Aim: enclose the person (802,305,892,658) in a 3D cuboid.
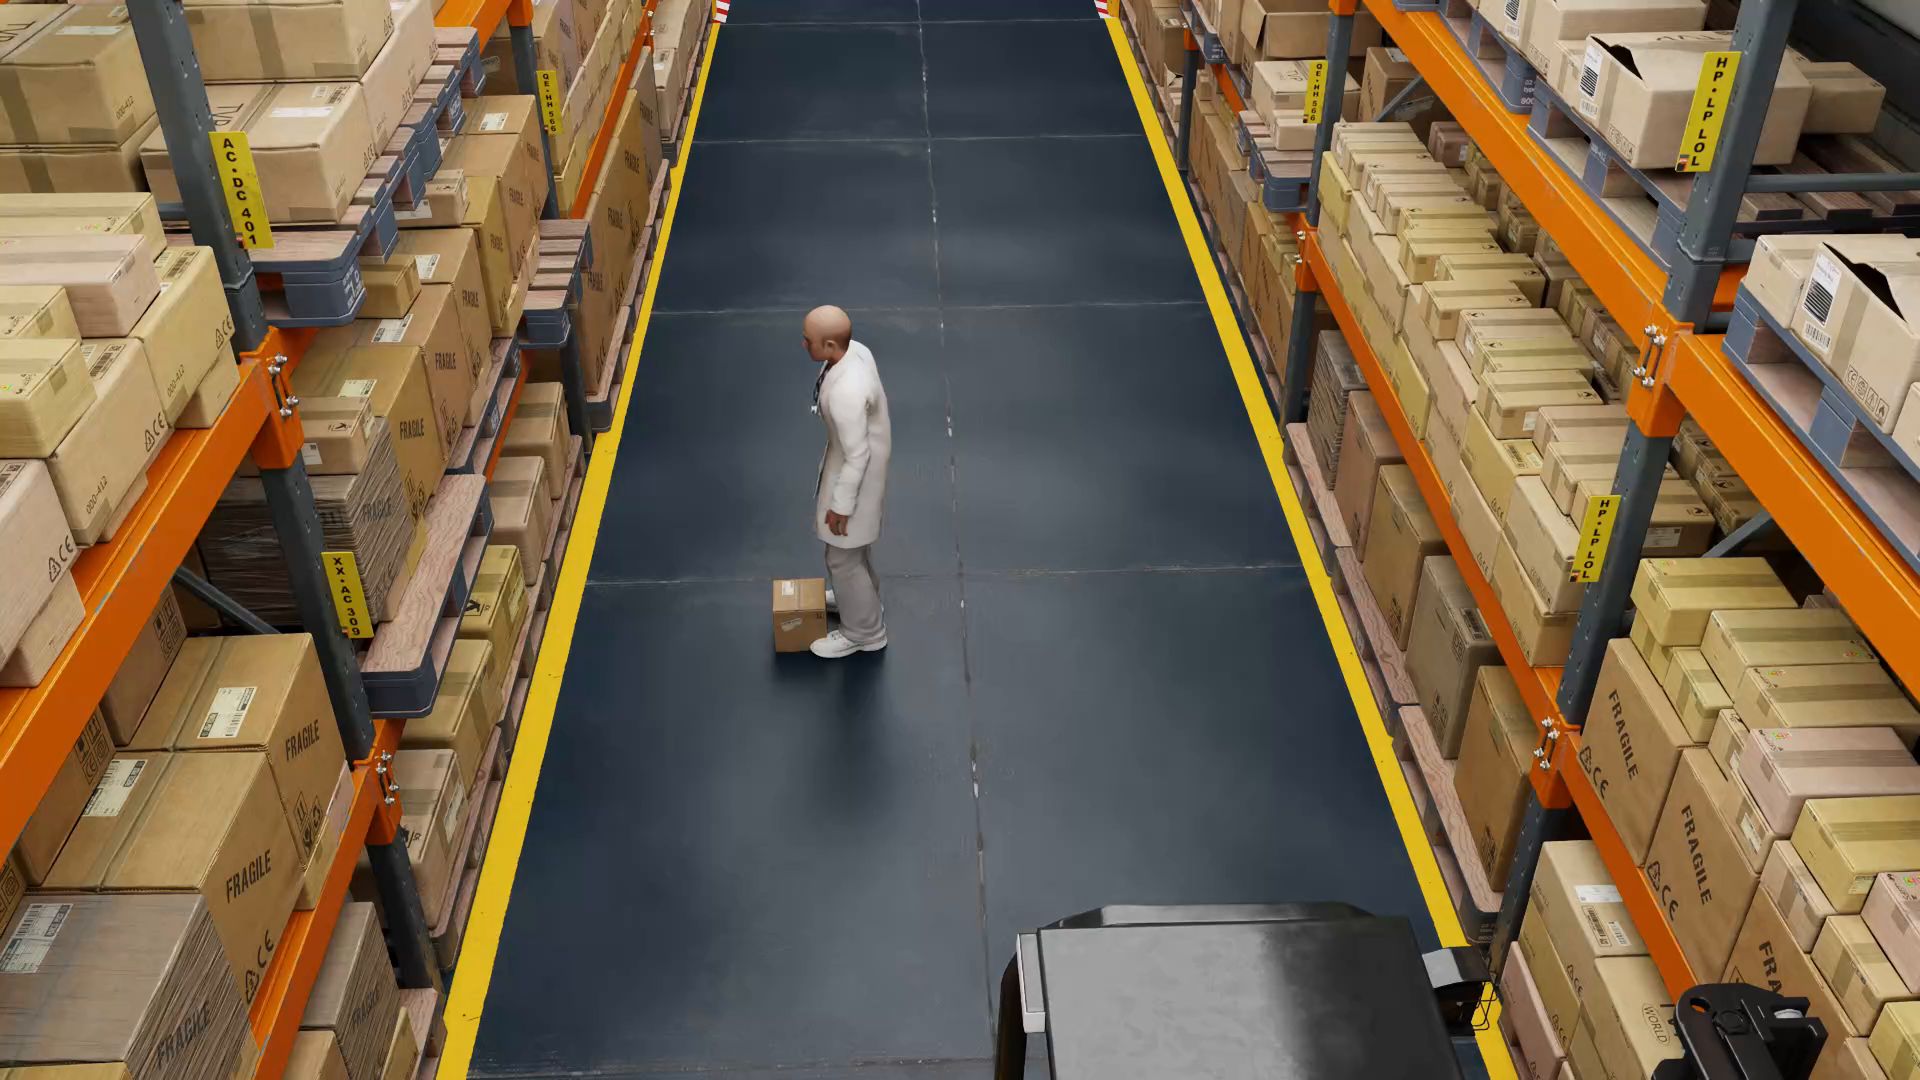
[{"bbox_3d":[-0.521,-0.276,7.609,0.427,1.774,0.643,-1,35,-2],"label":"person"}]
